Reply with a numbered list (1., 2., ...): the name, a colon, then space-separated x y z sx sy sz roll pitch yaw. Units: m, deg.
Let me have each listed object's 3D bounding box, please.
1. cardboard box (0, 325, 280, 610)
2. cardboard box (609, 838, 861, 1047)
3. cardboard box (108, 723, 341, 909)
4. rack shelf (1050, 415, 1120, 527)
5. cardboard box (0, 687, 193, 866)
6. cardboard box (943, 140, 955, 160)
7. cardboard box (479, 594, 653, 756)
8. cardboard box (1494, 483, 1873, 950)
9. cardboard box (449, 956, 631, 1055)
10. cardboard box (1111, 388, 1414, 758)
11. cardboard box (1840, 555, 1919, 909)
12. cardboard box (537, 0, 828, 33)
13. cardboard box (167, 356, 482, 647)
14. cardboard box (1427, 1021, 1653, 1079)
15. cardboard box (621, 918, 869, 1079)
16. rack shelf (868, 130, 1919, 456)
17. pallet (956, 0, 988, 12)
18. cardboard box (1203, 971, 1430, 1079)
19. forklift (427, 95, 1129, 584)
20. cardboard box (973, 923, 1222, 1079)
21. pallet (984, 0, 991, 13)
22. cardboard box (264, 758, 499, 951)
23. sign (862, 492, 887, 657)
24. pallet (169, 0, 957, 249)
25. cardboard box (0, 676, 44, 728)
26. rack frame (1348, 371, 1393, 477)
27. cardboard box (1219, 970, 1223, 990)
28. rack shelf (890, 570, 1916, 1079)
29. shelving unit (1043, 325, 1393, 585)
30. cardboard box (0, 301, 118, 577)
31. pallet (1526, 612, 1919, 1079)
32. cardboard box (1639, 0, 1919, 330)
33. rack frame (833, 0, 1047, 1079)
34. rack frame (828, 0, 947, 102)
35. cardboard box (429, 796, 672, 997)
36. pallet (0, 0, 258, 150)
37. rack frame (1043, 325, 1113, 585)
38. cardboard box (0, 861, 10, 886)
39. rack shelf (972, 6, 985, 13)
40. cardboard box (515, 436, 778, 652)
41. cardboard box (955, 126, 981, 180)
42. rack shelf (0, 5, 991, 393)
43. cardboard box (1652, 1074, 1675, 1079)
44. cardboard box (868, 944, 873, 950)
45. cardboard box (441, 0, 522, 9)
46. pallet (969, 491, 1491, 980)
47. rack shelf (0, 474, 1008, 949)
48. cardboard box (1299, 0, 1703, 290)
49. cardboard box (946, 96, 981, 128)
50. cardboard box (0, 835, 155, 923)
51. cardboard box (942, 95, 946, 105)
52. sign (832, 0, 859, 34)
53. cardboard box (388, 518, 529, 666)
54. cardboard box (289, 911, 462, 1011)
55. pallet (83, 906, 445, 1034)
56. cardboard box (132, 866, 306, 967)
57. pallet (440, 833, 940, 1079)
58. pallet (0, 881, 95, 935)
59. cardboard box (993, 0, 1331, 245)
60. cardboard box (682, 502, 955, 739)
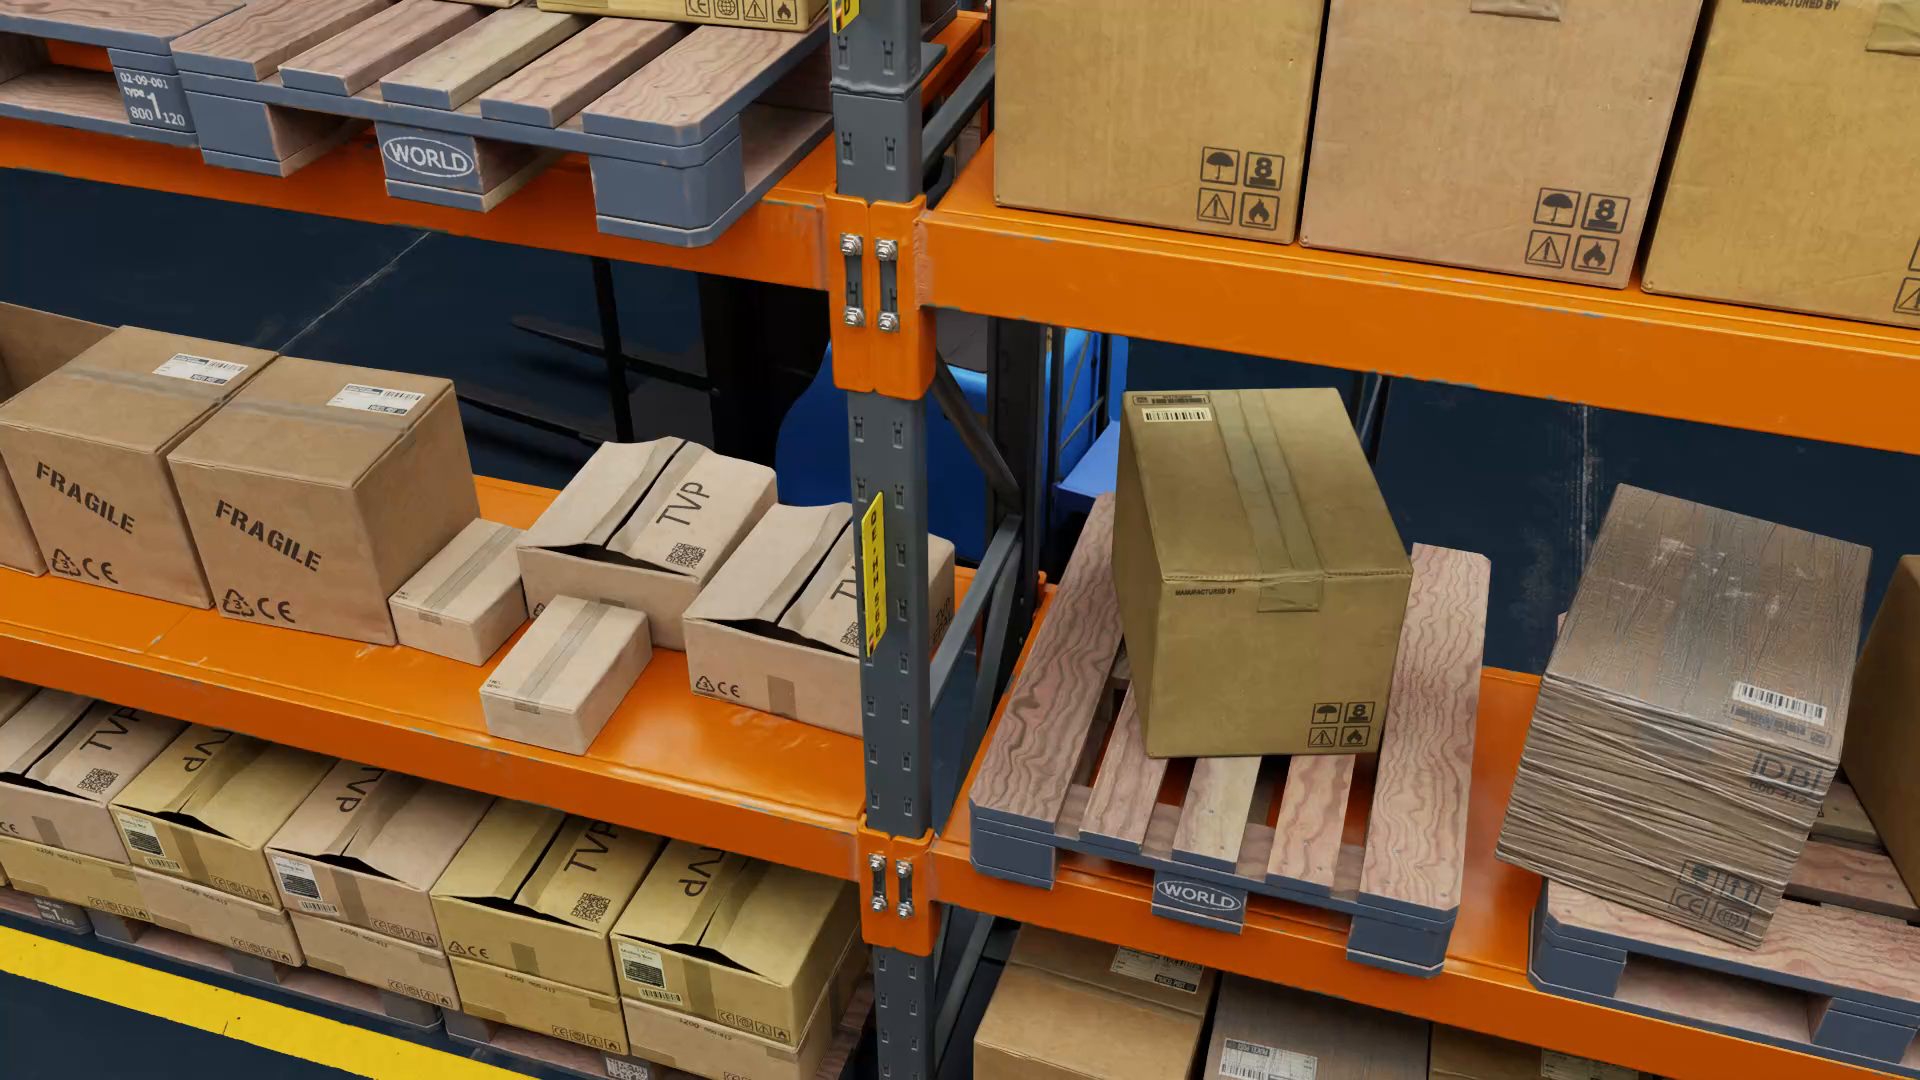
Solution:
1. cardboard box: -2.108 -0.201 4.408 0.500 0.500 0.500 11 38 14
2. cardboard box: -0.572 0.979 4.381 0.500 0.311 0.500 11 38 15
3. cardboard box: -2.029 0.710 4.747 0.500 0.311 0.500 12 38 15
4. rack shelf: 0.887 -0.128 5.962 1.000 0.185 0.538 17 39 21
5. cardboard box: -2.526 0.622 4.867 0.500 0.311 0.500 9 37 12
6. cardboard box: -0.168 -2.080 8.784 0.500 0.500 0.700 10 38 14
7. cardboard box: -0.940 0.319 3.999 0.250 0.149 0.380 10 38 14
8. cardboard box: 1.452 0.328 3.335 0.500 0.500 0.700 18 40 22
9. cardboard box: -1.067 1.114 4.671 0.500 0.250 0.500 10 38 13
10. cardboard box: 0.636 0.058 3.702 0.500 0.500 0.700 -1 36 -2
11. cardboard box: 2.114 0.440 3.183 0.500 0.500 0.700 2 36 2
12. cardboard box: -0.449 -1.145 3.017 0.500 0.250 0.500 8 37 10
13. cardboard box: -1.606 -0.108 4.281 0.500 0.500 0.500 9 37 11
14. cardboard box: 1.329 1.473 3.956 0.500 0.500 0.500 10 38 13
15. cardboard box: -0.574 1.203 4.550 0.500 0.250 0.500 11 38 15
16. rack shelf: 1.910 -0.345 2.764 4.000 0.370 1.077 10 38 14
17. pallet: -0.427 -2.833 8.230 1.213 0.211 1.003 10 38 14
18. cardboard box: 0.852 1.381 4.081 0.500 0.500 0.500 9 37 12
19. forklift: -0.881 -1.474 6.280 3.031 2.935 1.130 17 39 21
20. cardboard box: 0.350 1.292 4.202 0.500 0.500 0.500 12 38 16
21. pallet: 0.762 -2.572 7.876 1.003 0.211 1.213 10 38 14
22. cardboard box: -1.551 0.800 4.625 0.500 0.311 0.500 10 38 14
23. sign: -0.161 0.068 3.150 0.005 0.325 0.100 10 38 14
24. pallet: -0.673 -0.981 3.182 1.003 0.211 1.213 12 38 16
25. cardboard box: -3.021 0.531 4.991 0.500 0.311 0.500 10 38 13
26. rack frame: 1.341 -0.137 5.671 0.032 1.500 0.500 17 39 21
27. cardboard box: 0.964 1.082 4.487 0.500 0.500 0.500 12 38 16
28. rack shelf: 1.910 0.863 3.654 4.000 0.370 1.077 10 38 14
29. shelving unit: 0.887 -0.273 5.855 1.048 1.500 0.538 17 39 21
30. cardboard box: -2.586 -0.289 4.528 0.500 0.500 0.500 13 38 17
31. pallet: 1.859 0.638 3.514 1.213 0.211 1.003 10 38 14
32. cardboard box: 1.411 -0.788 2.676 0.500 0.500 0.910 10 38 14
33. rack frame: 0.001 0.220 3.921 0.127 3.000 1.000 10 38 14
34. rack frame: 0.001 -2.196 2.142 0.127 3.000 1.000 10 38 14
35. cardboard box: -1.070 0.891 4.501 0.500 0.311 0.500 10 38 13
36. pallet: -1.742 -1.177 3.448 1.213 0.211 1.003 12 38 16
37. rack frame: 0.433 -0.408 6.039 0.032 1.500 0.500 17 39 21
38. cardboard box: -3.018 0.754 5.161 0.500 0.250 0.500 11 38 15
39. rack shelf: -0.435 -2.647 8.423 4.000 0.370 1.077 10 38 14
40. cardboard box: -0.795 -0.012 4.311 0.500 0.311 0.500 10 38 13
41. cardboard box: 0.315 -2.009 8.686 0.500 0.500 0.700 10 38 14
42. rack shelf: -1.908 -1.052 3.725 4.000 0.370 1.077 10 38 14
43. cardboard box: 1.829 1.562 3.835 0.500 0.500 0.500 9 37 12
44. cardboard box: -0.411 0.900 4.963 0.500 0.250 0.500 10 38 14
45. cardboard box: -0.955 -1.228 3.129 0.500 0.250 0.500 11 38 15
46. pallet: 0.669 0.377 3.869 1.003 0.211 1.213 10 38 14
47. rack shelf: -1.908 0.156 4.614 4.000 0.370 1.077 10 38 14
48. cardboard box: 0.914 -0.880 2.800 0.500 0.500 0.910 10 38 14
49. cardboard box: 0.246 -2.290 8.436 0.500 0.250 0.500 11 38 15
50. cardboard box: -2.523 0.844 5.038 0.500 0.250 0.500 9 37 12
51. cardboard box: -0.246 -2.378 8.555 0.500 0.250 0.500 10 38 14
52. sign: -0.172 -0.916 2.430 0.005 0.325 0.100 10 38 14
53. cardboard box: -1.233 0.128 4.258 0.250 0.149 0.380 13 38 17
54. cardboard box: -1.546 1.024 4.794 0.500 0.250 0.500 11 38 15
55. pallet: -1.934 0.959 5.269 1.213 0.211 1.003 10 38 14
56. cardboard box: -2.038 0.934 4.915 0.500 0.250 0.500 11 38 15
57. pallet: -0.773 1.175 4.975 1.213 0.211 1.003 10 38 14
58. pallet: -3.102 0.744 5.561 1.213 0.211 1.003 10 38 14
59. cardboard box: 0.427 -0.970 2.923 0.500 0.500 0.910 10 38 14
60. cardboard box: -0.333 0.167 4.068 0.500 0.311 0.500 13 38 17
